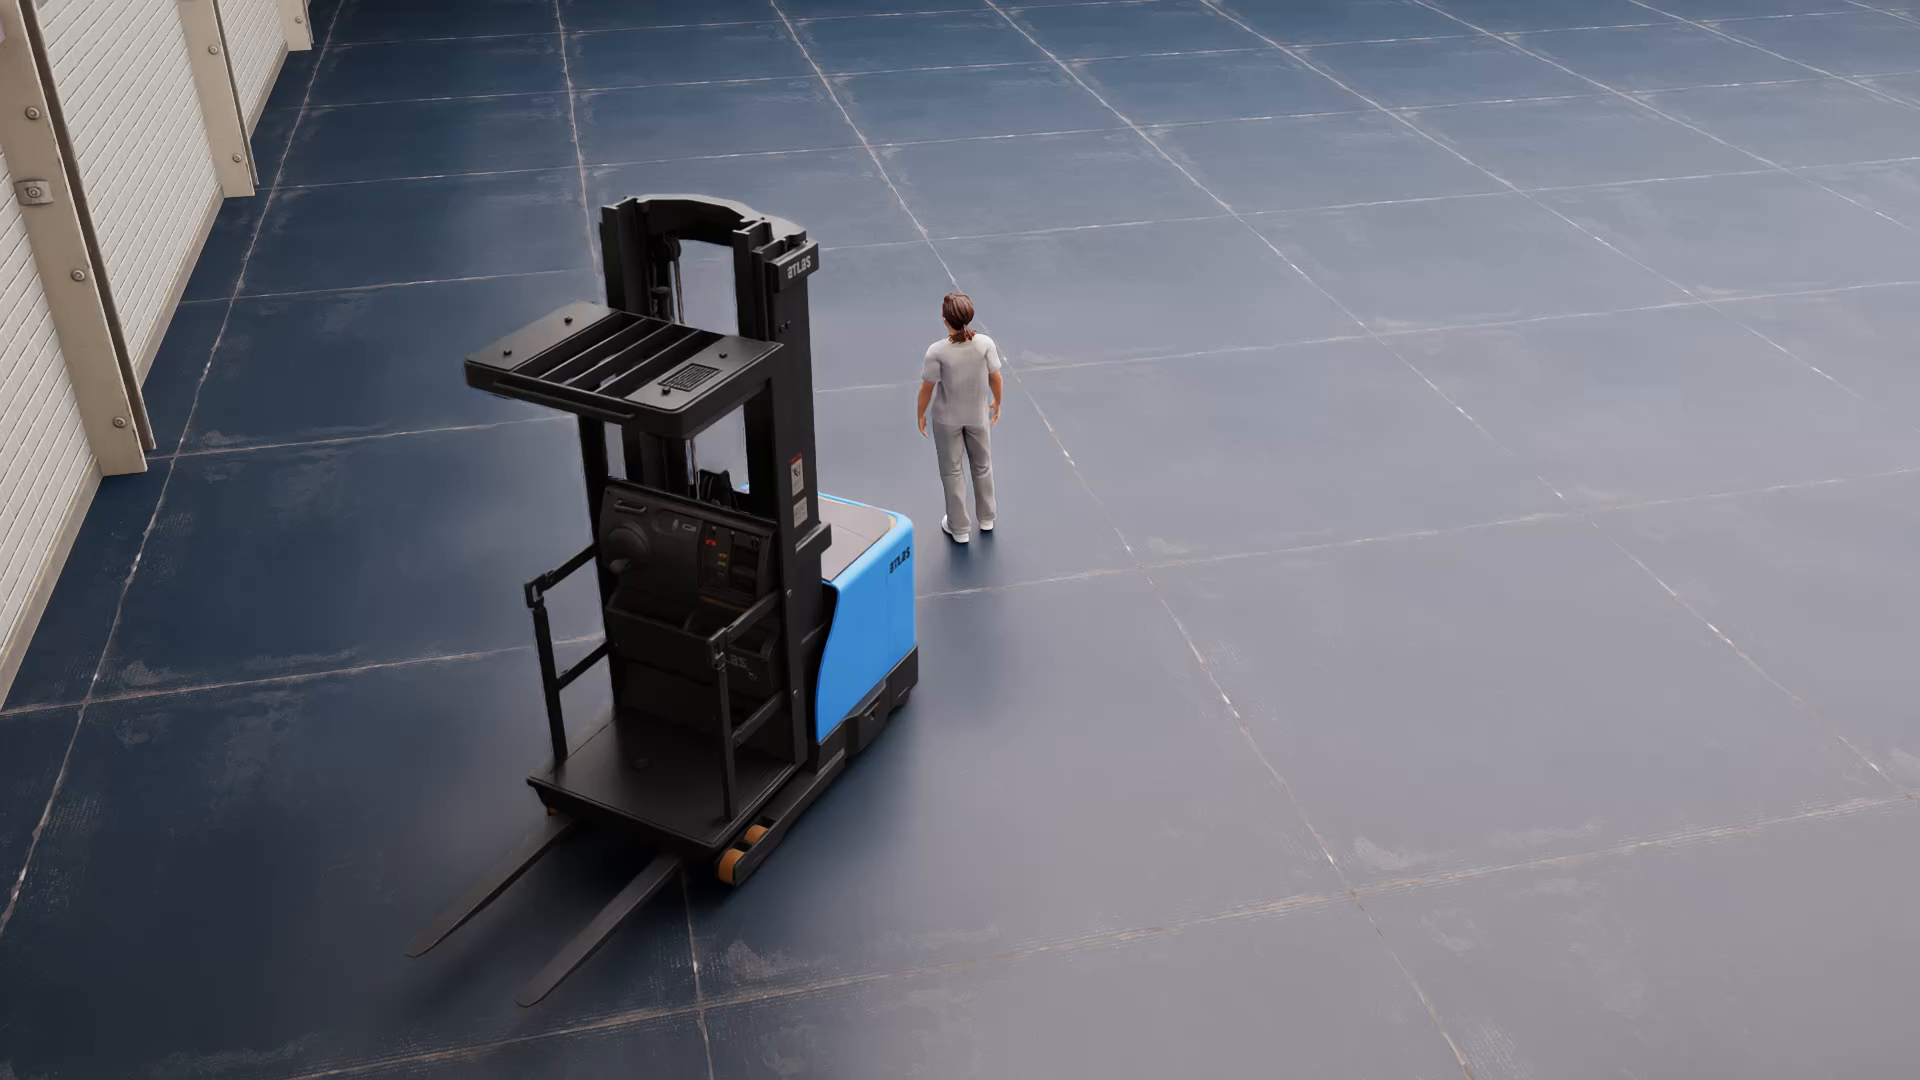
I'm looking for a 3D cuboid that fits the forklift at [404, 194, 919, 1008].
[{"bbox_3d":[-1.356,0.078,7.439,1.130,2.935,3.031,15,33,24],"label":"forklift"}]

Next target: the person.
[{"bbox_3d":[-0.004,-0.768,10.141,0.550,1.675,0.549,-7,31,-12],"label":"person"}]
